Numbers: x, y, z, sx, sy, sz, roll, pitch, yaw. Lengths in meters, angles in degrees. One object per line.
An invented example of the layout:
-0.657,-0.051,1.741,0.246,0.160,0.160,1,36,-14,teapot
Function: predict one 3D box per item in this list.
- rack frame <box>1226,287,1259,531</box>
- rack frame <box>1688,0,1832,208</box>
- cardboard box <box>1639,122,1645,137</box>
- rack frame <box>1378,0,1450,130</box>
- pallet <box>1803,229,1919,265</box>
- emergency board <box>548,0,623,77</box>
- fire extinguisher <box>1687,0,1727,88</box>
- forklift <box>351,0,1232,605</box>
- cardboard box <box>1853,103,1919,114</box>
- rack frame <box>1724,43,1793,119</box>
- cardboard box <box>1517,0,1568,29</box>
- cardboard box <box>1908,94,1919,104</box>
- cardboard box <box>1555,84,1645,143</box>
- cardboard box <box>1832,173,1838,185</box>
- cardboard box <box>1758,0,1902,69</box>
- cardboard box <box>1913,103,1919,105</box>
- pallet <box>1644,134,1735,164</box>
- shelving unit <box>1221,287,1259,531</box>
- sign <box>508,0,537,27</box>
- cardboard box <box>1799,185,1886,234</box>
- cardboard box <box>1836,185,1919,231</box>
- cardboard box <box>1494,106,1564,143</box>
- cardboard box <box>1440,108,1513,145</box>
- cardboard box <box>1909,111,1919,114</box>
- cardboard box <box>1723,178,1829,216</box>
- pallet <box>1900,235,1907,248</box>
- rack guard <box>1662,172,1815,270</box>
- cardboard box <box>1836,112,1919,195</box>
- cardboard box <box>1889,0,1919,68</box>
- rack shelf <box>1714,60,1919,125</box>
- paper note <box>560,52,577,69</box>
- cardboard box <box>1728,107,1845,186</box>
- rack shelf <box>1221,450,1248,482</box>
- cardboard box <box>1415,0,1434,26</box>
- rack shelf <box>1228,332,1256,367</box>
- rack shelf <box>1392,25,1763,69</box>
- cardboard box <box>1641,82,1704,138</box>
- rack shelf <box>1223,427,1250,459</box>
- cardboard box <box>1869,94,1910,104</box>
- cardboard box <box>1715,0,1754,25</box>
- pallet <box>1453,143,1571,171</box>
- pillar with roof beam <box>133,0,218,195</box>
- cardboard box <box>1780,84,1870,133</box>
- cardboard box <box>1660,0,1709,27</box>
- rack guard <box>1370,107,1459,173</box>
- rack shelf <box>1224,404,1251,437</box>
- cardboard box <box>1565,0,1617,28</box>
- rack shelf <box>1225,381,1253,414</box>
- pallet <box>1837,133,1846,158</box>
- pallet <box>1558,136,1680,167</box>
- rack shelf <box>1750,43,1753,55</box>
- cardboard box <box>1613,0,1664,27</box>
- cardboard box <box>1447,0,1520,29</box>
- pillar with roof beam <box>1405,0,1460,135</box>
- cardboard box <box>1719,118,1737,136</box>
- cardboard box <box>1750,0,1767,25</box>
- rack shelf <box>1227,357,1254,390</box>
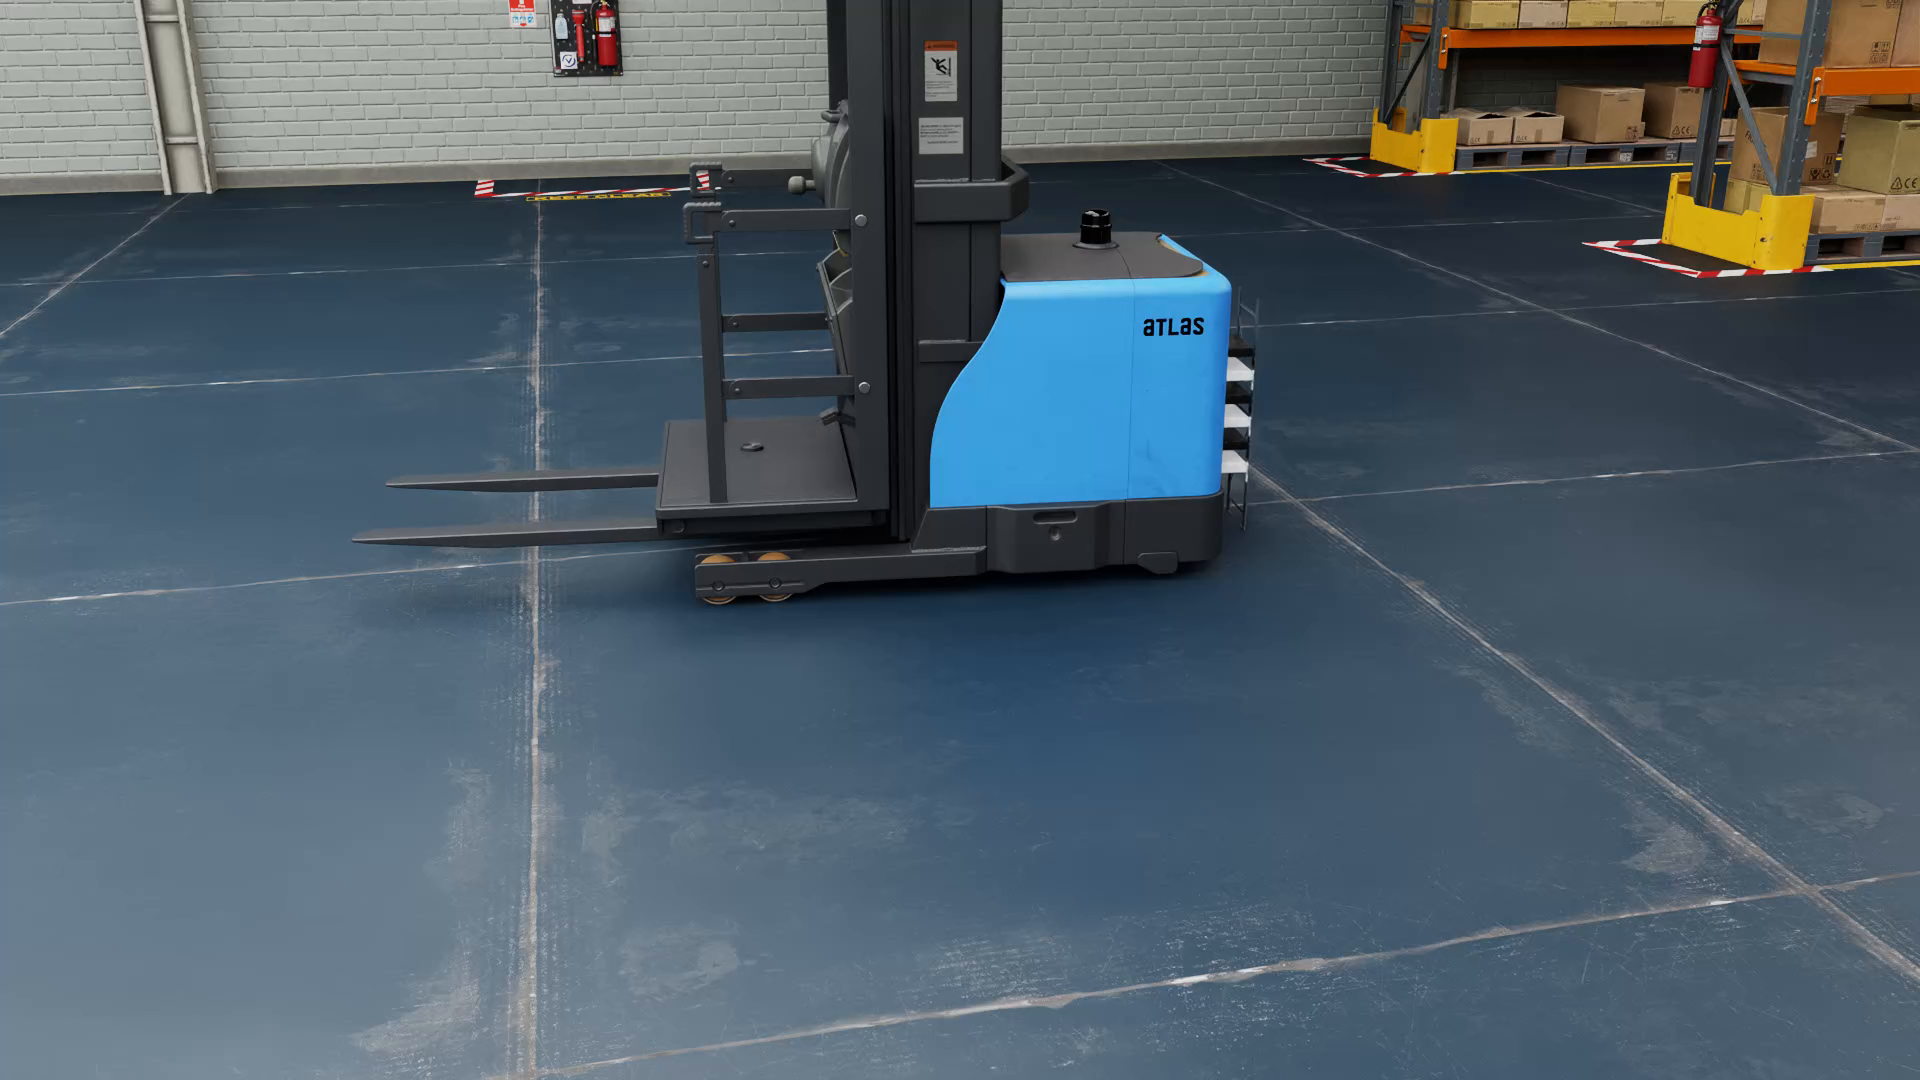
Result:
1.081,-0.500,6.372,0.006,0.900,0.240,-3,20,-7,rack frame
5.520,-3.451,11.374,0.127,3.000,1.000,-5,21,-12,rack frame
6.708,-4.173,16.852,0.250,0.149,0.380,-6,21,-17,cardboard box
4.377,-5.109,15.900,0.127,3.000,1.000,-5,21,-12,rack frame
6.255,-2.216,12.057,1.213,0.211,1.003,-5,21,-12,pallet
-3.394,-4.796,15.046,0.643,1.169,0.194,-5,21,-12,emergency board
5.298,-3.561,11.786,0.183,0.674,0.296,-5,21,-12,fire extinguisher
-0.618,-1.348,5.733,3.031,2.935,1.130,-3,20,-7,forklift
6.944,-2.935,12.263,0.500,0.500,0.500,-5,21,-12,cardboard box
8.269,-5.425,16.764,0.127,3.000,1.000,-5,21,-12,rack frame
5.427,-5.026,15.863,0.500,0.250,0.500,-5,21,-14,cardboard box
9.979,-4.607,17.524,0.500,0.500,0.700,-4,21,-12,cardboard box
6.351,-4.253,16.558,0.500,0.500,0.700,-6,21,-16,cardboard box
6.458,-2.542,12.280,0.500,0.250,0.500,-5,21,-12,cardboard box
5.978,-3.530,11.446,0.500,0.500,0.700,-5,21,-12,cardboard box
7.430,-2.974,12.370,0.500,0.500,0.500,-5,21,-12,cardboard box
7.624,-4.051,17.067,1.213,0.211,1.003,-5,21,-12,pallet
0.980,-0.496,6.359,0.210,0.900,0.258,-3,20,-7,shelving unit
-3.956,-4.803,15.015,0.234,0.329,0.001,-5,21,-12,sign
6.093,-2.325,11.688,0.500,0.250,0.500,-5,21,-12,cardboard box
6.579,-2.366,11.799,0.500,0.250,0.500,-5,21,-12,cardboard box
5.626,-4.123,16.477,0.500,0.311,0.500,-3,20,-8,cardboard box
5.071,-4.077,16.354,0.500,0.311,0.500,-7,21,-19,cardboard box
7.063,-2.761,11.788,0.500,0.500,0.500,-5,21,-12,cardboard box
5.974,-2.498,12.161,0.500,0.250,0.500,-5,21,-12,cardboard box
7.440,-2.311,12.318,1.213,0.211,1.003,-5,21,-12,pallet
5.497,-2.275,11.799,0.348,0.500,1.175,-5,21,-12,rack guard
6.580,-2.717,11.668,0.500,0.500,0.500,-5,21,-12,cardboard box
6.488,-3.574,11.564,0.500,0.500,0.700,-4,21,-11,cardboard box
7.467,-3.271,11.930,4.000,0.370,1.077,-5,21,-12,rack shelf
-3.582,-4.391,15.223,0.142,0.148,0.016,-5,21,-12,paper note
5.974,-2.851,12.034,0.500,0.500,0.500,-5,21,-12,cardboard box
0.980,-0.295,6.433,0.200,0.077,0.258,-3,20,-7,rack shelf
4.787,-5.150,16.201,0.500,0.250,0.500,-4,21,-12,cardboard box
0.980,-0.718,6.278,0.200,0.077,0.258,-3,20,-7,rack shelf
6.323,-4.929,16.456,4.000,0.370,1.077,-5,21,-12,rack shelf
7.269,-4.363,16.858,0.500,0.500,0.500,-6,21,-17,cardboard box
0.980,-0.380,6.402,0.200,0.077,0.258,-3,20,-7,rack shelf
9.473,-4.580,17.450,0.500,0.500,0.700,-5,21,-14,cardboard box
7.391,-5.189,16.307,0.500,0.250,0.500,-5,21,-12,cardboard box
5.249,-3.858,16.539,1.213,0.211,1.003,-5,21,-12,pallet
-5.828,-5.880,9.283,0.400,9.000,9.100,-5,21,-12,pillar with roof beam
8.982,-4.522,17.293,0.500,0.500,0.700,-4,20,-11,cardboard box
6.906,-5.144,16.184,0.500,0.250,0.500,-5,21,-13,cardboard box
4.451,-3.941,16.346,0.348,0.500,1.175,-5,21,-12,rack guard
0.980,-0.464,6.371,0.200,0.077,0.258,-3,20,-7,rack shelf
5.924,-5.064,15.968,0.500,0.250,0.500,-5,21,-13,cardboard box
0.980,-0.549,6.340,0.200,0.077,0.258,-3,20,-7,rack shelf
9.027,-4.178,17.414,1.213,0.211,1.003,-5,21,-12,pallet
6.434,-3.953,16.800,1.213,0.211,1.003,-5,21,-12,pallet
10.216,-5.246,17.320,4.000,0.370,1.077,-5,21,-12,rack shelf
6.416,-5.104,16.075,0.500,0.250,0.500,-4,21,-12,cardboard box
4.925,-4.980,15.738,0.500,0.250,0.500,-5,21,-14,cardboard box
5.850,-6.830,11.876,0.400,9.000,9.100,-5,21,-12,pillar with roof beam
7.756,-4.249,17.033,0.250,0.166,0.380,-7,21,-20,cardboard box
7.878,-5.225,16.407,0.500,0.250,0.500,-5,21,-12,cardboard box
0.980,-0.633,6.309,0.200,0.077,0.258,-3,20,-7,rack shelf
